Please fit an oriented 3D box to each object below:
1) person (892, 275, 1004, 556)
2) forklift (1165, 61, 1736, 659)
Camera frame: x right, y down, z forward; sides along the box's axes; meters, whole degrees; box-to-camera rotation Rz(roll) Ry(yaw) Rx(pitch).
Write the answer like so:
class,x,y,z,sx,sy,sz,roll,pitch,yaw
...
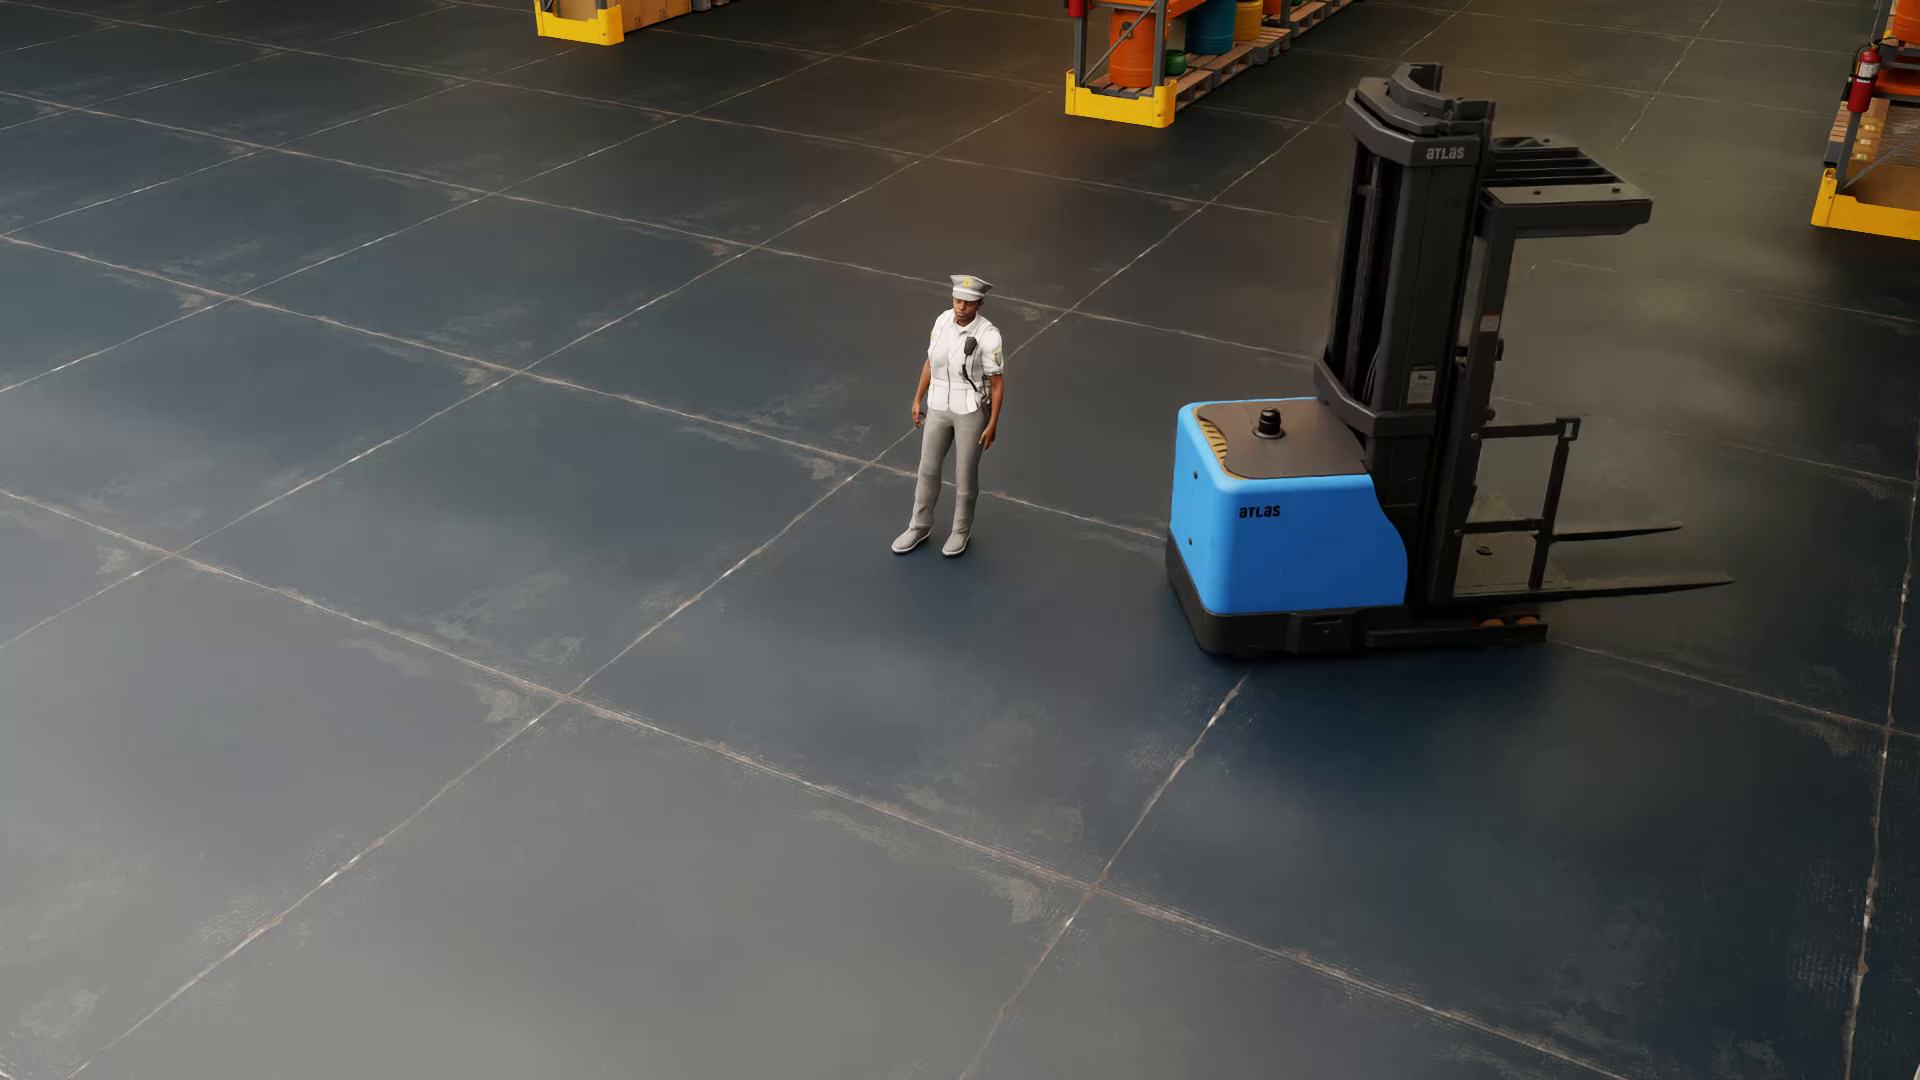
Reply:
class,x,y,z,sx,sy,sz,roll,pitch,yaw
person,-0.054,-0.712,9.528,0.569,1.695,0.530,15,33,25
forklift,2.740,-0.938,8.695,3.031,2.935,1.130,-3,30,-5
